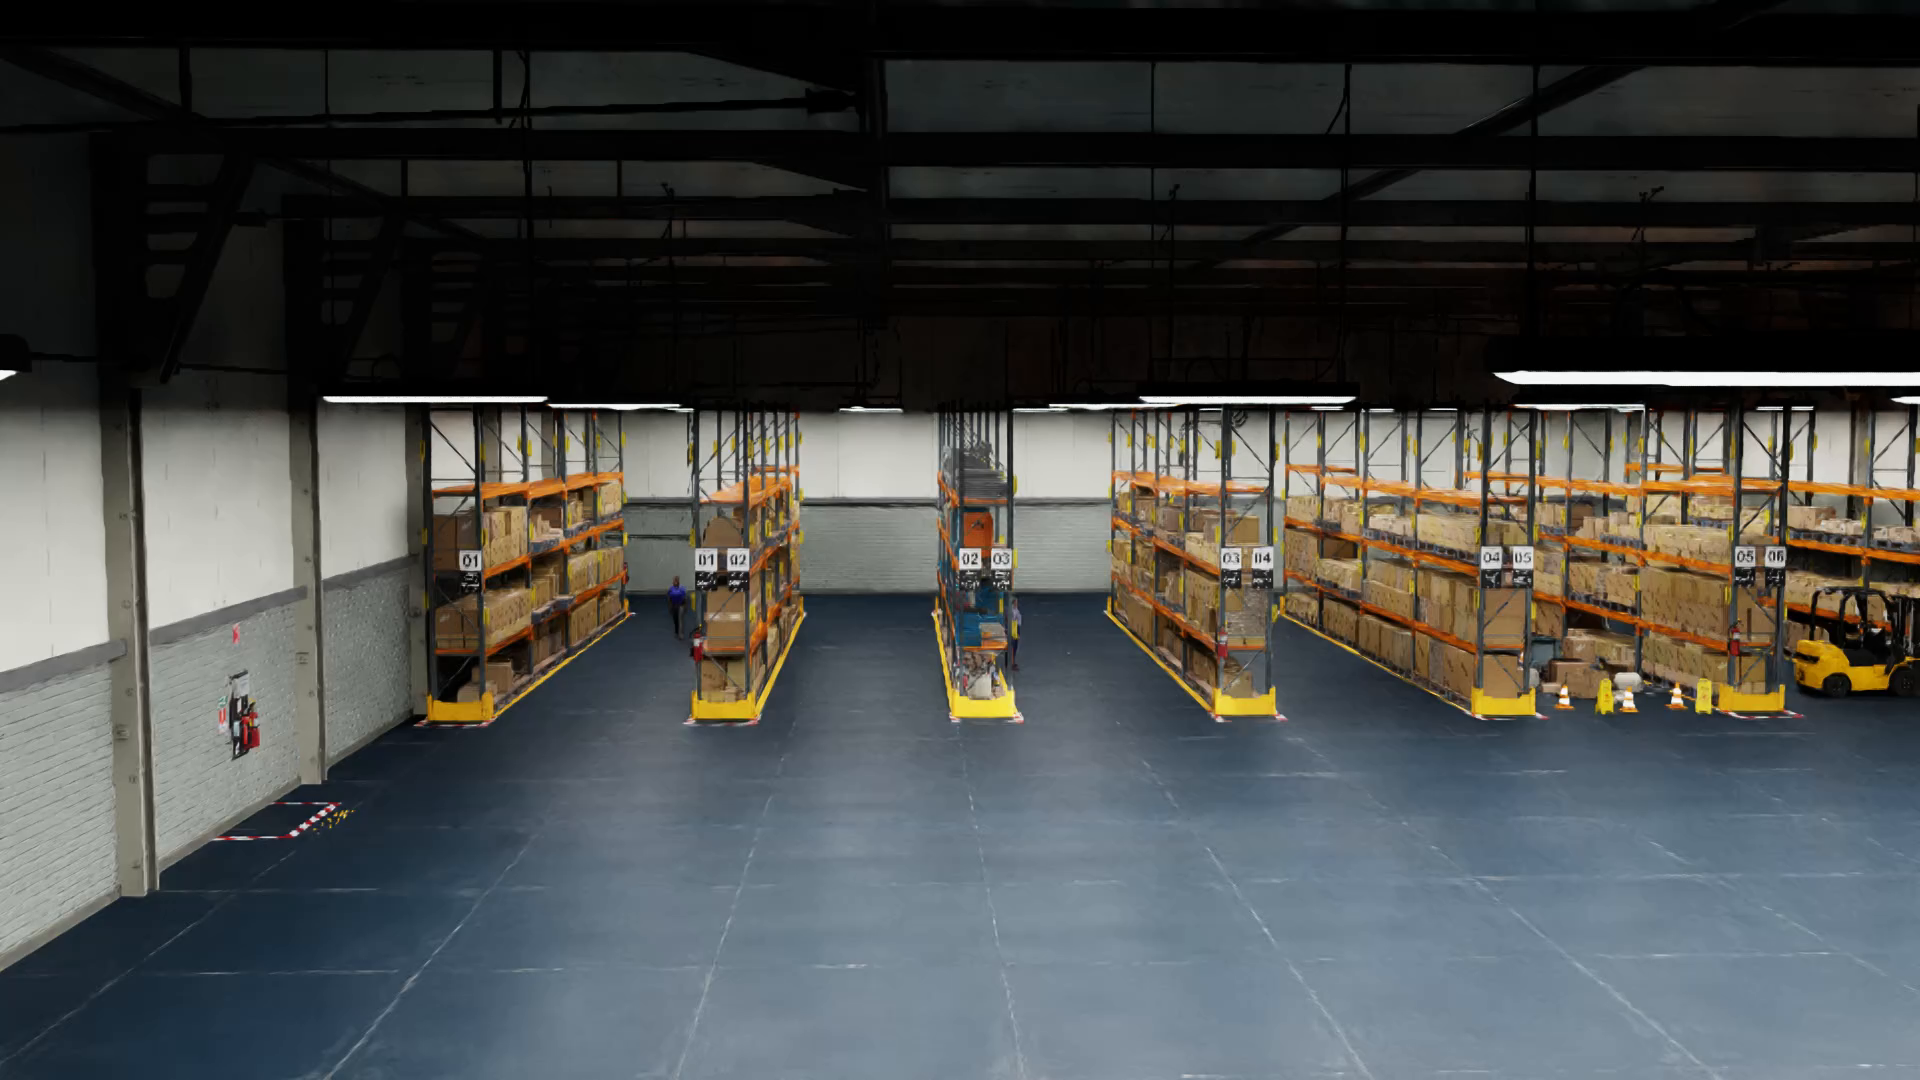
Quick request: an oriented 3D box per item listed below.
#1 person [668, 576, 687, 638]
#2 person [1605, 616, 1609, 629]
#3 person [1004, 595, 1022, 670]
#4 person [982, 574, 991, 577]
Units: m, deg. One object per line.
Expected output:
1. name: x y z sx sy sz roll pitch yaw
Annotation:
1. person: -7.231 1.696 42.468 0.447 1.574 1.088 0 4 0
2. person: 16.877 1.587 43.865 0.511 1.596 0.494 2 5 27
3. person: 1.181 2.058 37.236 0.380 1.652 0.607 -2 5 -22
4. person: 0.733 1.414 46.079 0.621 1.604 0.814 -1 5 -19
